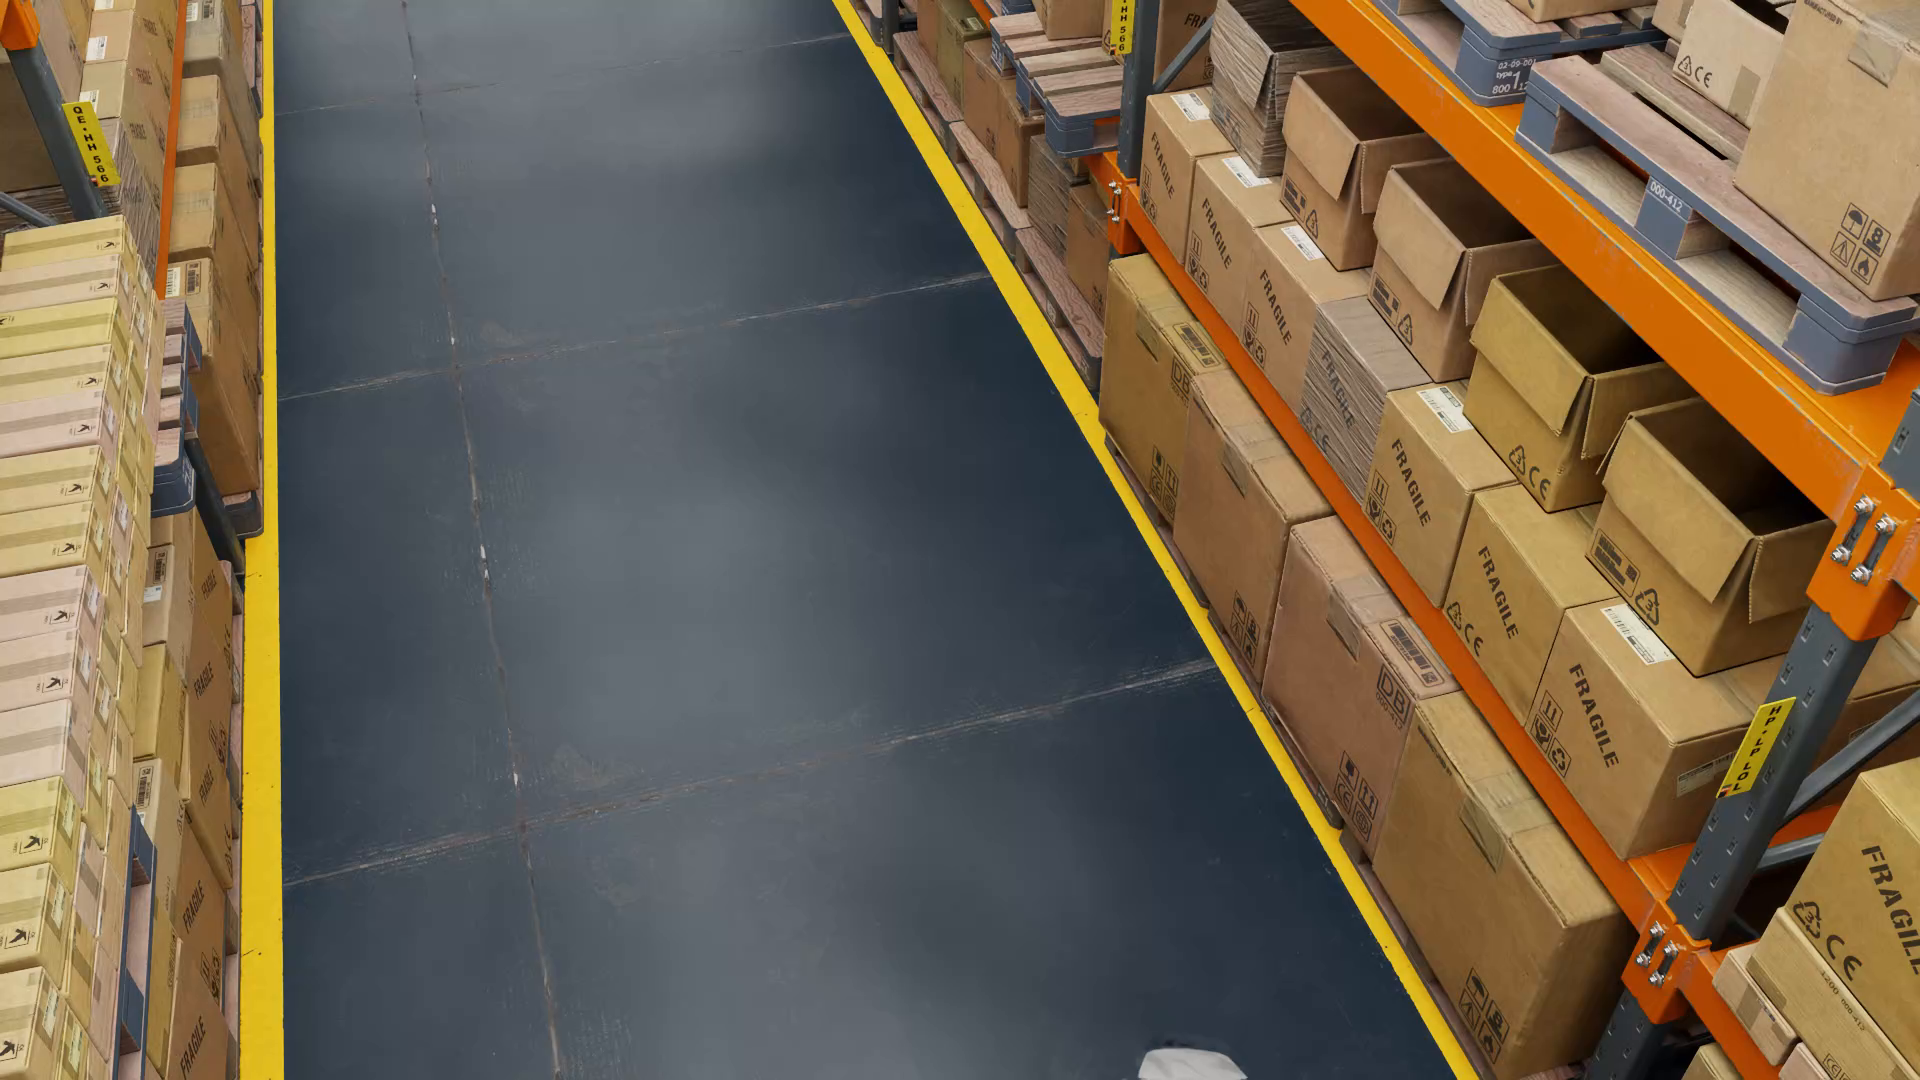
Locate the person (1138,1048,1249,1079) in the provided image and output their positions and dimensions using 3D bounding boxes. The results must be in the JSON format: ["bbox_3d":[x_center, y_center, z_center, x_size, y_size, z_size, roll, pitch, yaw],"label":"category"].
[{"bbox_3d":[0.511,1.828,4.174,0.436,1.758,0.555,-7,43,-7],"label":"person"}]
